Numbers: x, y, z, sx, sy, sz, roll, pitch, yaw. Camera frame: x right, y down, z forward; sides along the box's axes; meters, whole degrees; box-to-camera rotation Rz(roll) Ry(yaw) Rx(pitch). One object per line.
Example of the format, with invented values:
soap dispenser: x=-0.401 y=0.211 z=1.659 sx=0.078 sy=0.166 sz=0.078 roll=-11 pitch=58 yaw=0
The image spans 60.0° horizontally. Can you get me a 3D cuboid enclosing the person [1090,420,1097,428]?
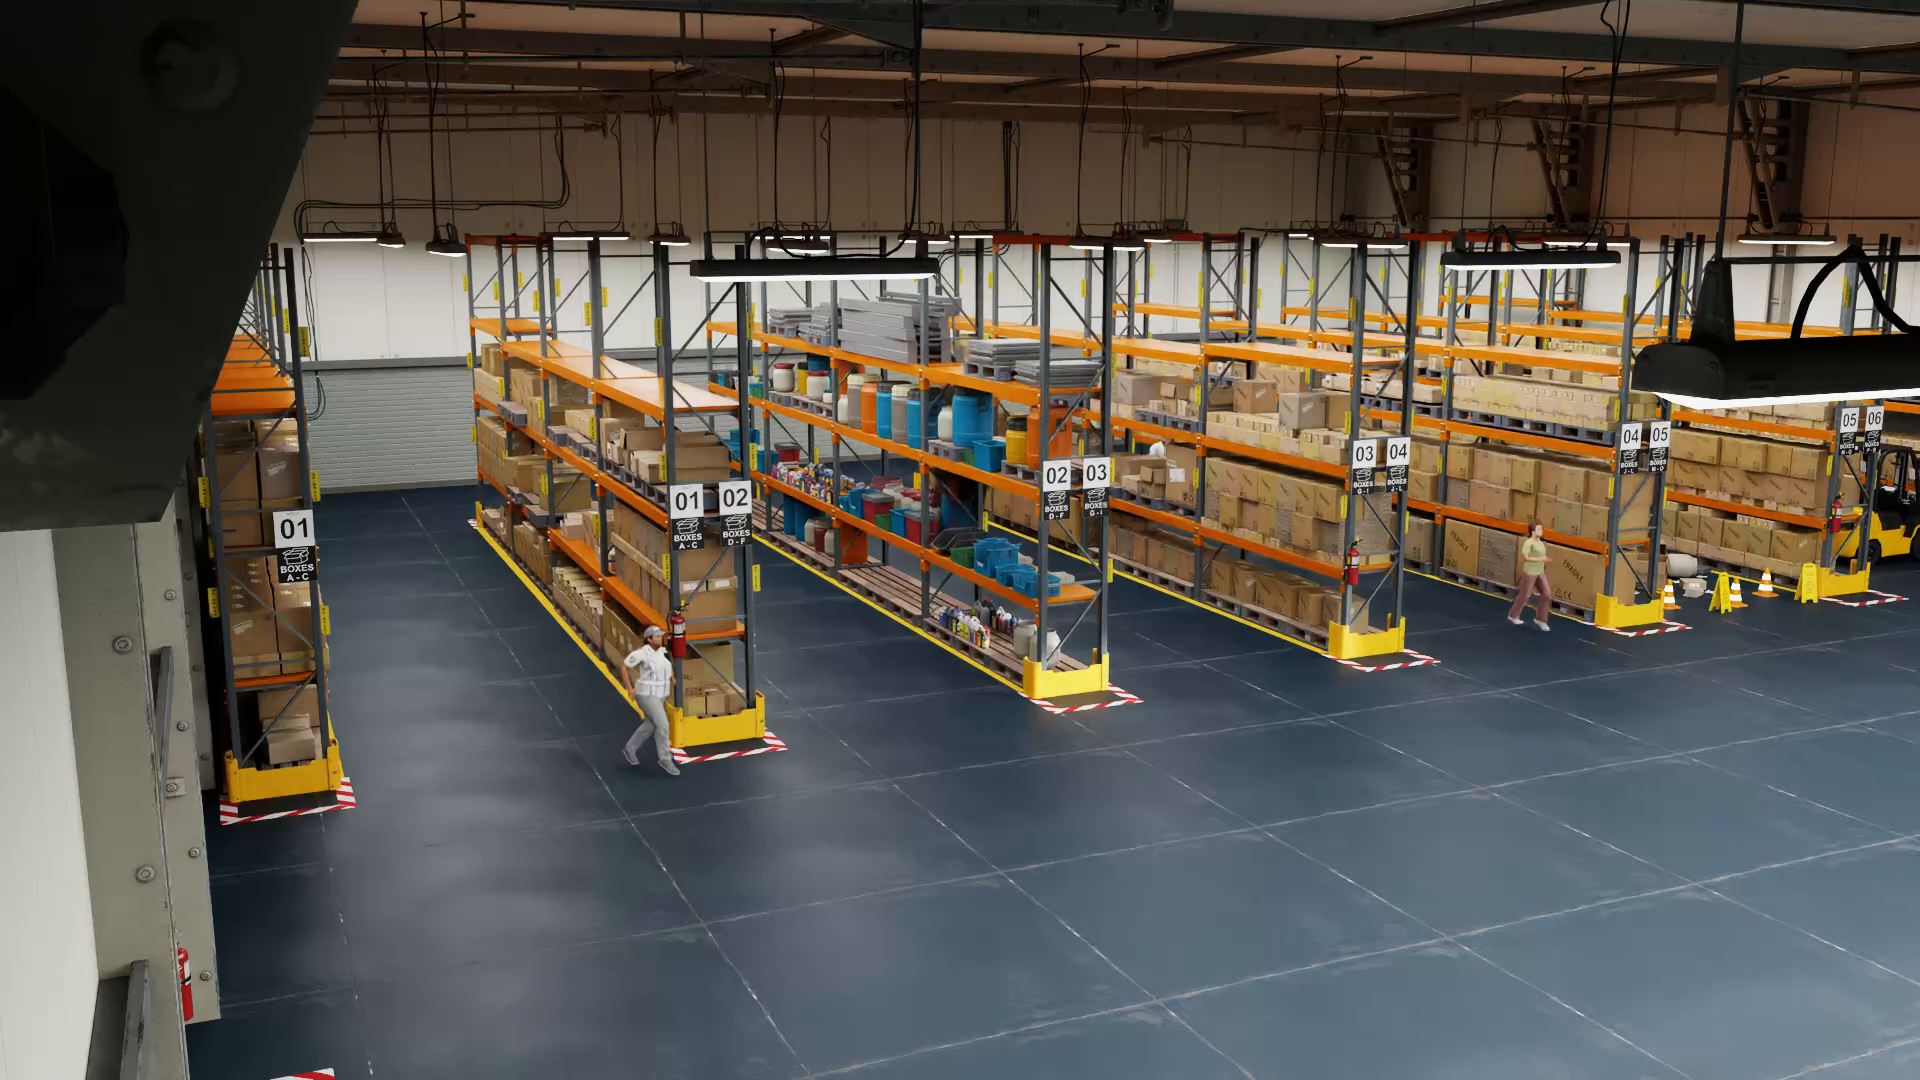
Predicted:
person: x=3.119 y=-2.509 z=41.599 sx=0.763 sy=1.716 sz=0.757 roll=-1 pitch=11 yaw=-6

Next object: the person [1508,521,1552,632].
person: x=8.876 y=0.562 z=25.844 sx=0.581 sy=1.737 sz=0.691 roll=-9 pitch=14 yaw=-38

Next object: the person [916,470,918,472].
person: x=-0.721 y=-2.088 z=39.700 sx=0.738 sy=1.617 sz=0.686 roll=0 pitch=11 yaw=-1

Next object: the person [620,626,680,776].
person: x=-3.535 y=1.828 z=19.347 sx=0.847 sy=1.662 sz=0.610 roll=5 pitch=12 yaw=25

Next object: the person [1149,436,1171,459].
person: x=4.334 y=-1.461 z=36.052 sx=0.745 sy=1.831 sz=0.978 roll=-6 pitch=12 yaw=-28
